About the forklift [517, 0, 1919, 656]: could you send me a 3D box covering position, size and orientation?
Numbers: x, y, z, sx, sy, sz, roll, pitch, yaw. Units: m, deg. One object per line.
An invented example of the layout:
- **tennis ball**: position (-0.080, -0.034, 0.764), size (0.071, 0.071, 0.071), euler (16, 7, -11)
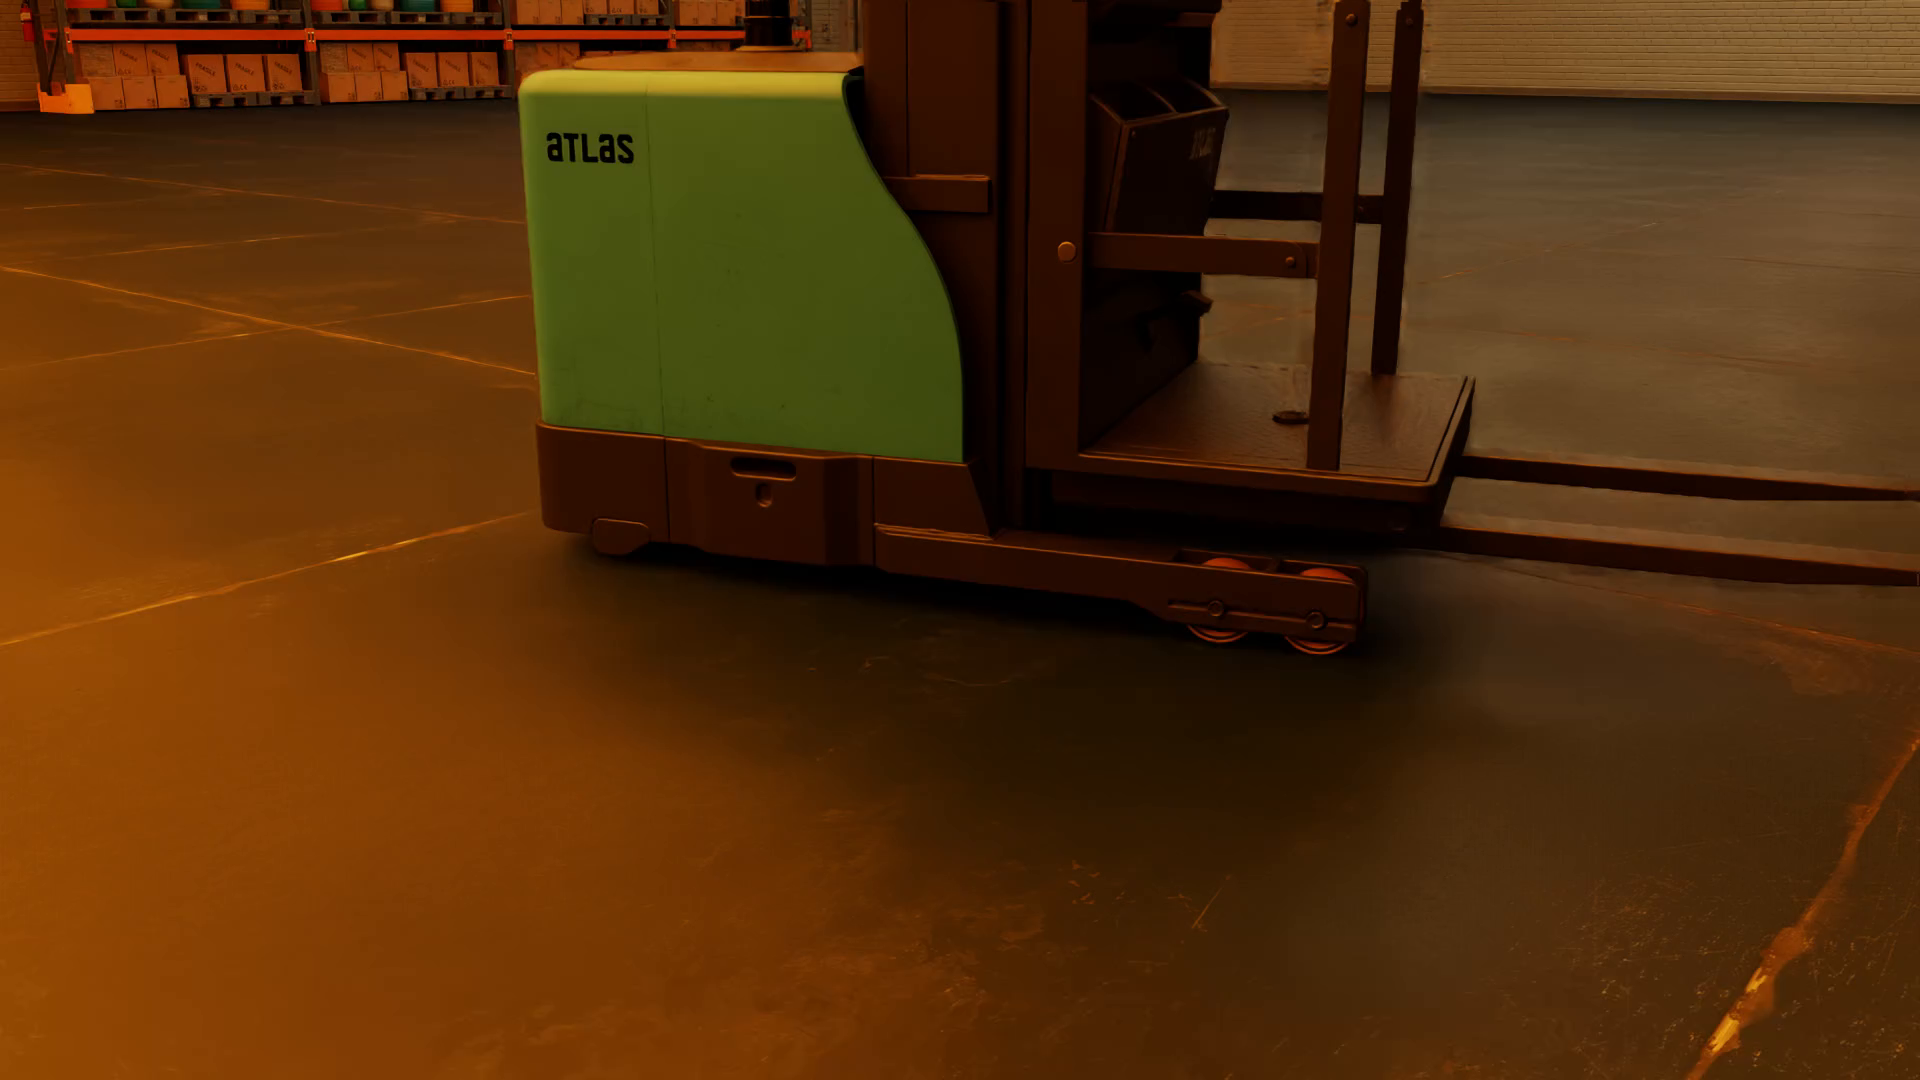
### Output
- **forklift**: position (0.608, -1.354, 3.356), size (3.031, 2.935, 1.130), euler (6, 18, 19)
